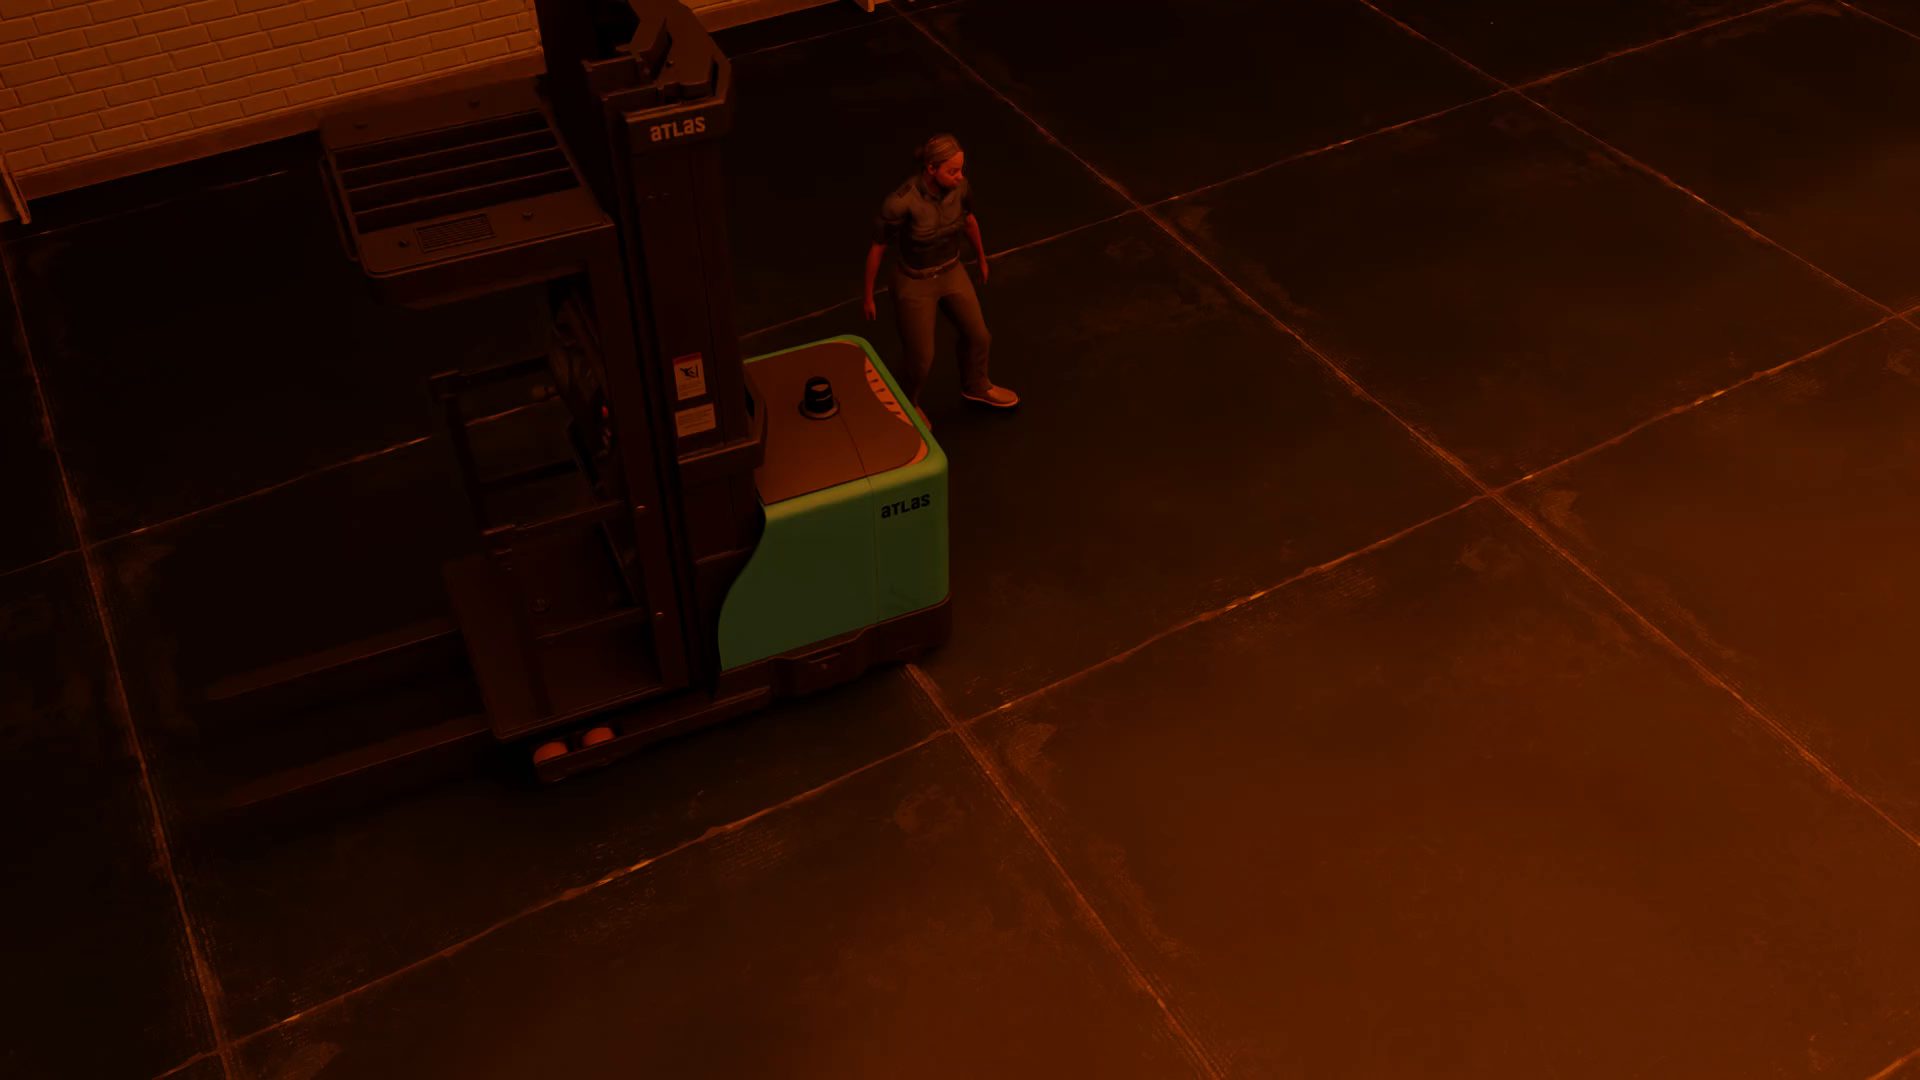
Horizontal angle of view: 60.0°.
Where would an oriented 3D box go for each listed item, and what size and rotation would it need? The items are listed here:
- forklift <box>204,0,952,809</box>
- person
[{"bbox_3d":[-1.597,-0.500,6.237,3.031,2.935,1.130,-17,45,-17],"label":"forklift"},{"bbox_3d":[-0.107,-1.242,7.965,0.790,1.628,0.358,-25,48,-25],"label":"person"}]
